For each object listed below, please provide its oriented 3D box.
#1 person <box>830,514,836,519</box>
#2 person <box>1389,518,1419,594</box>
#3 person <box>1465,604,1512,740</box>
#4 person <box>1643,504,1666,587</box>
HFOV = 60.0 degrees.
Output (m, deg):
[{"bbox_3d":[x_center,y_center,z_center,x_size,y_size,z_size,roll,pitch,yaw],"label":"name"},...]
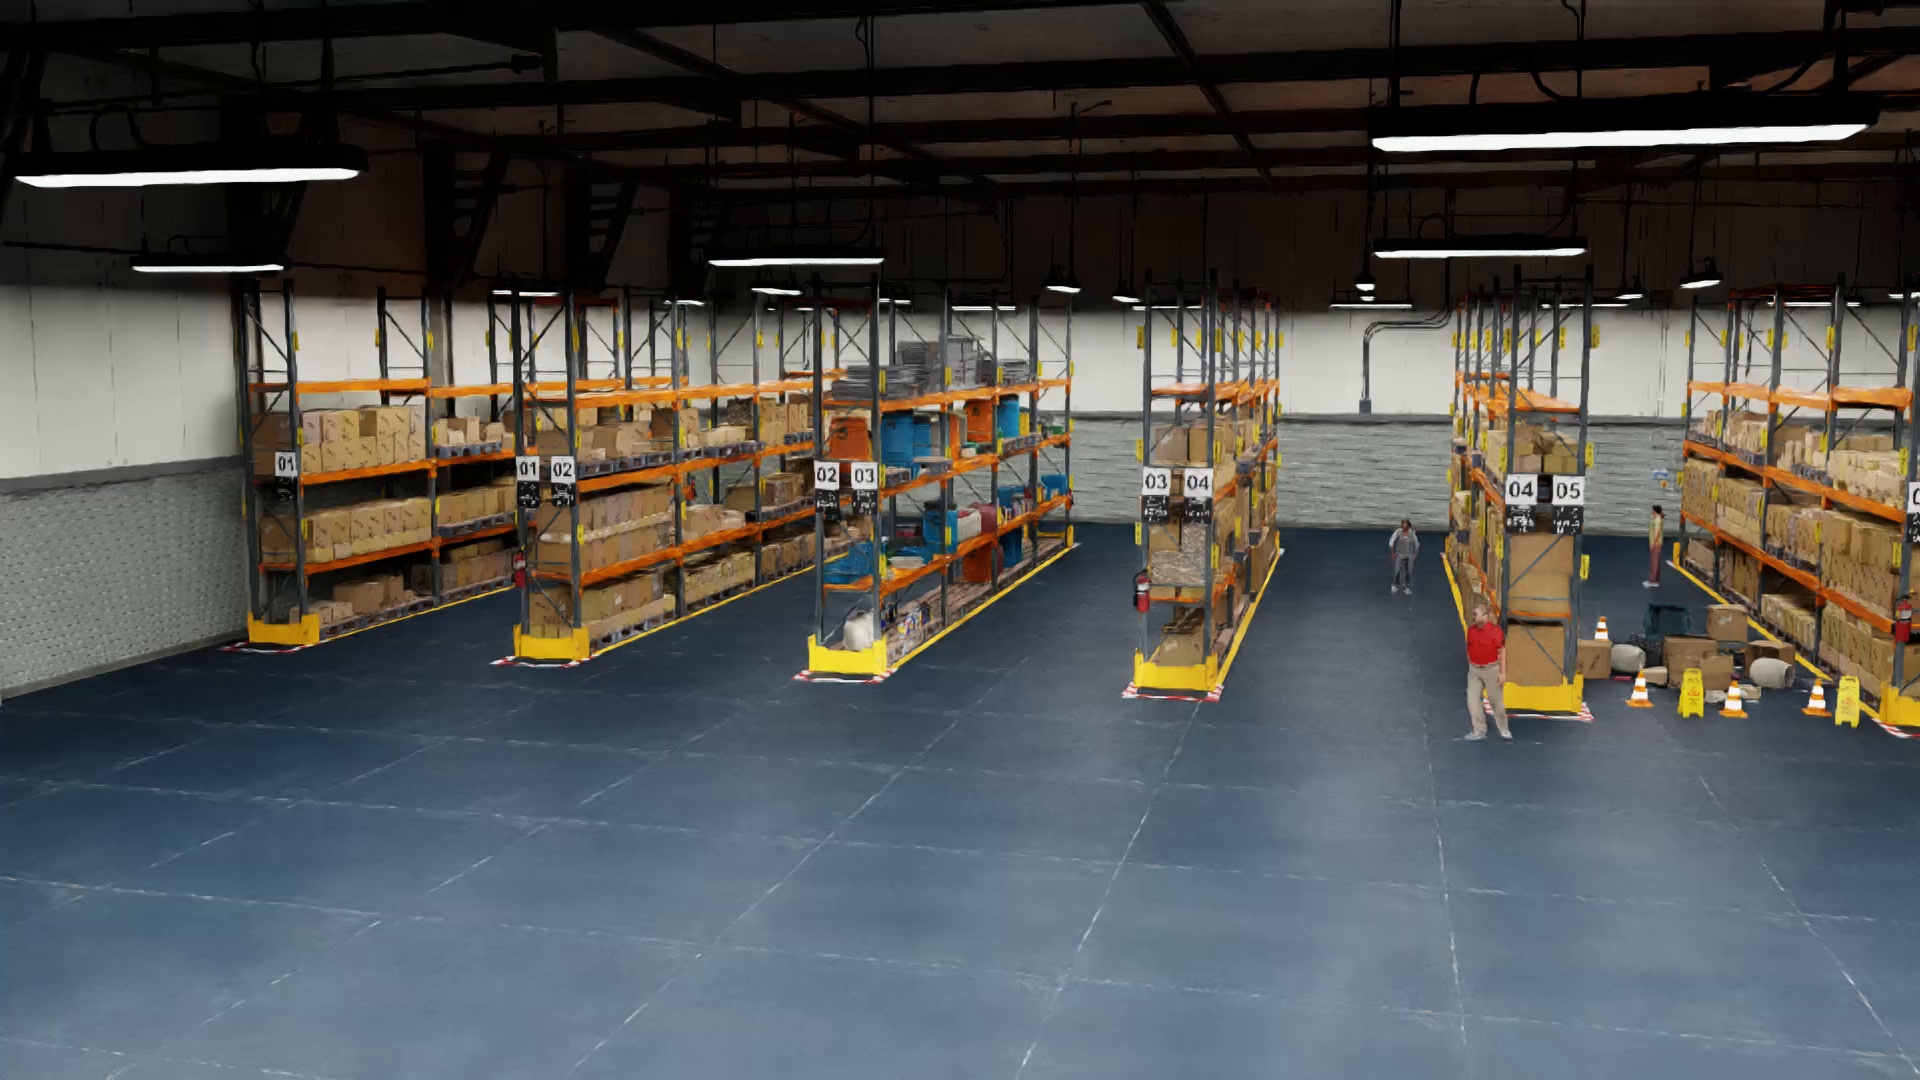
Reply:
[{"bbox_3d":[-3.643,-1.294,45.470,0.682,1.715,0.536,1,7,12],"label":"person"},{"bbox_3d":[8.775,0.306,32.891,0.566,1.541,0.519,1,7,11],"label":"person"},{"bbox_3d":[6.661,1.653,20.947,0.586,1.712,0.587,-6,9,-39],"label":"person"},{"bbox_3d":[14.177,0.109,33.955,0.386,1.714,0.487,4,8,30],"label":"person"}]
